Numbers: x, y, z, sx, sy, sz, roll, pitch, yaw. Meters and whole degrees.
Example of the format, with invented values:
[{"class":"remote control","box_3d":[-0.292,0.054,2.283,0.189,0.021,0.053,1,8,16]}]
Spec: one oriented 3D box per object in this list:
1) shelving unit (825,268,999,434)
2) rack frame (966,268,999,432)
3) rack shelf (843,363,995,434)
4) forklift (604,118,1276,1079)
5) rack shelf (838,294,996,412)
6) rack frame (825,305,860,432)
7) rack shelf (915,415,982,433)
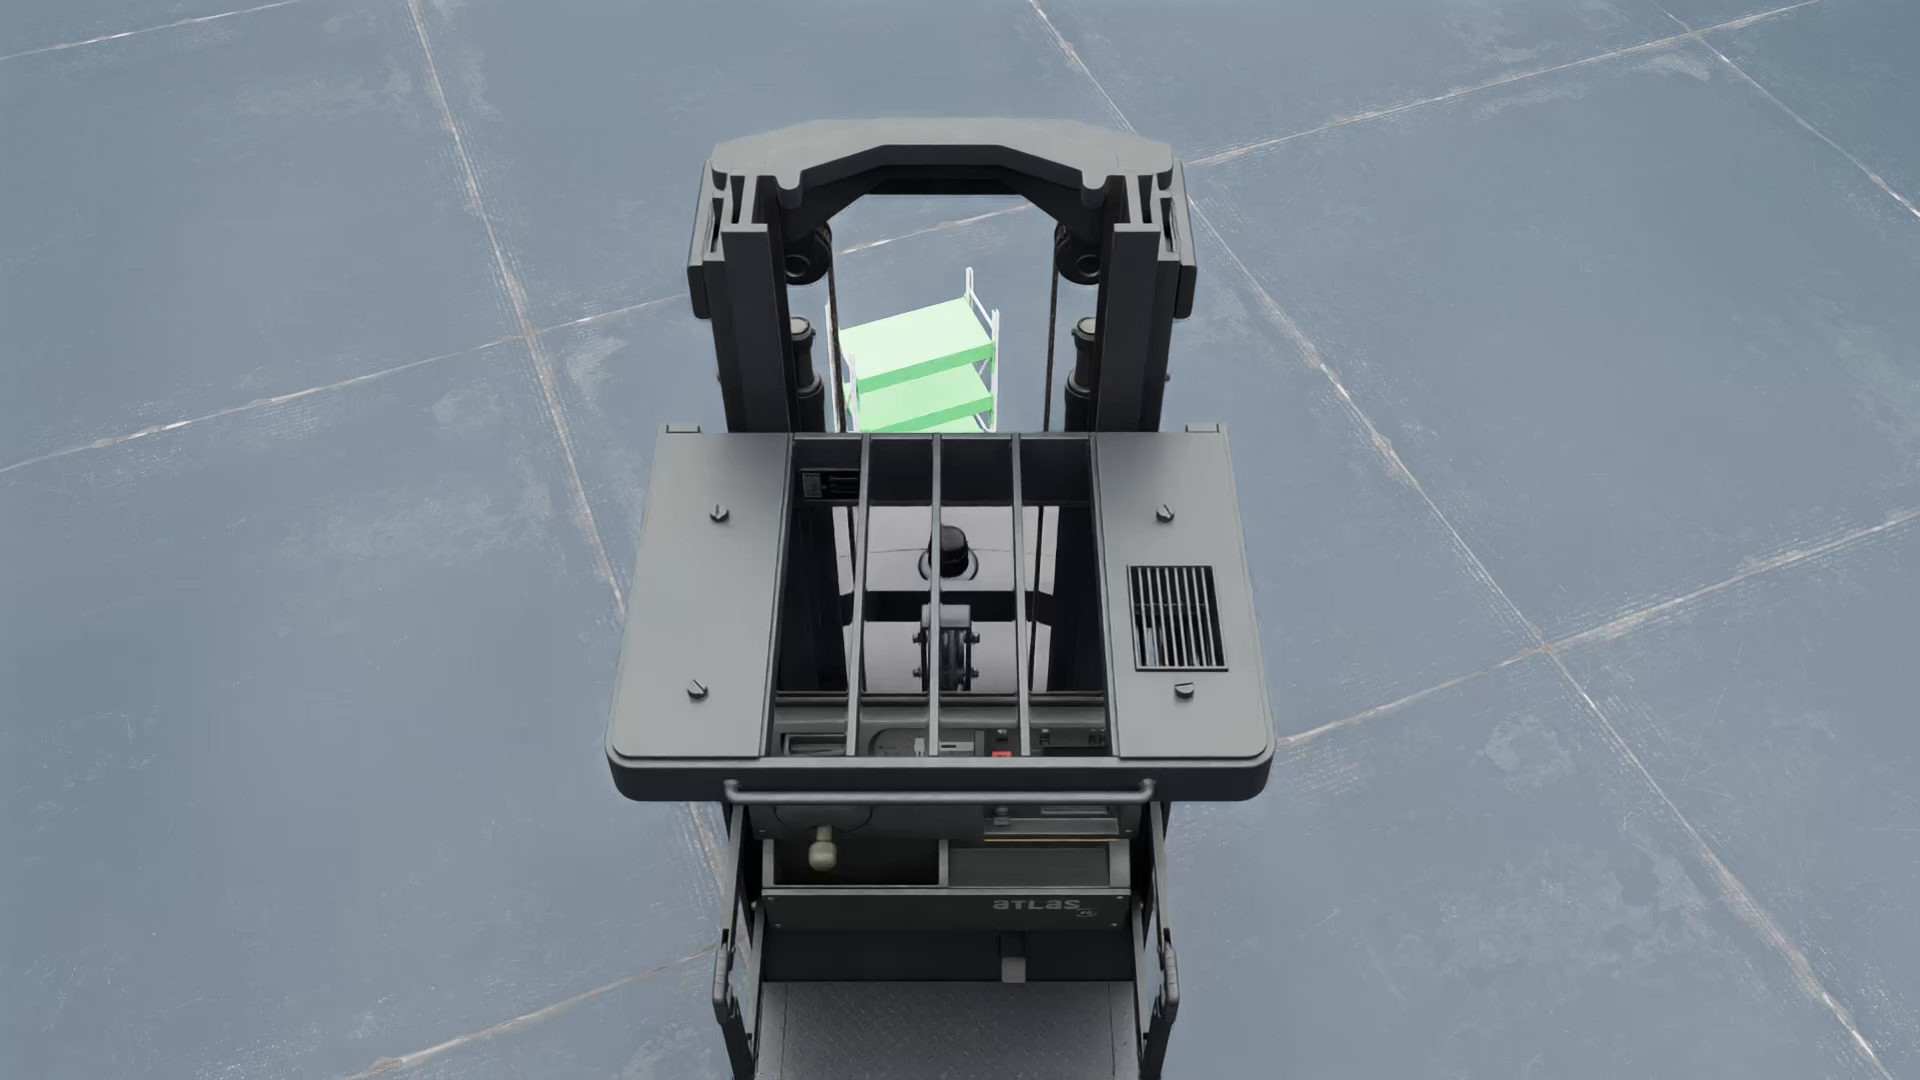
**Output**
[{"class":"shelving unit","box_3d":[-0.153,-0.343,5.754,0.503,1.200,0.258,-17,52,-14]},{"class":"rack frame","box_3d":[0.073,-0.413,5.814,0.015,1.200,0.240,-17,52,-14]},{"class":"rack shelf","box_3d":[-0.153,-0.458,5.620,0.480,0.148,0.258,-17,52,-14]},{"class":"forklift","box_3d":[-0.032,0.680,3.734,1.130,2.935,3.031,0,49,0]},{"class":"rack shelf","box_3d":[-0.153,-0.615,5.438,0.480,0.148,0.258,-17,52,-14]},{"class":"rack frame","box_3d":[-0.379,-0.273,5.694,0.015,1.200,0.240,-17,52,-14]},{"class":"rack shelf","box_3d":[-0.153,-0.302,5.803,0.480,0.148,0.258,-17,52,-14]}]
